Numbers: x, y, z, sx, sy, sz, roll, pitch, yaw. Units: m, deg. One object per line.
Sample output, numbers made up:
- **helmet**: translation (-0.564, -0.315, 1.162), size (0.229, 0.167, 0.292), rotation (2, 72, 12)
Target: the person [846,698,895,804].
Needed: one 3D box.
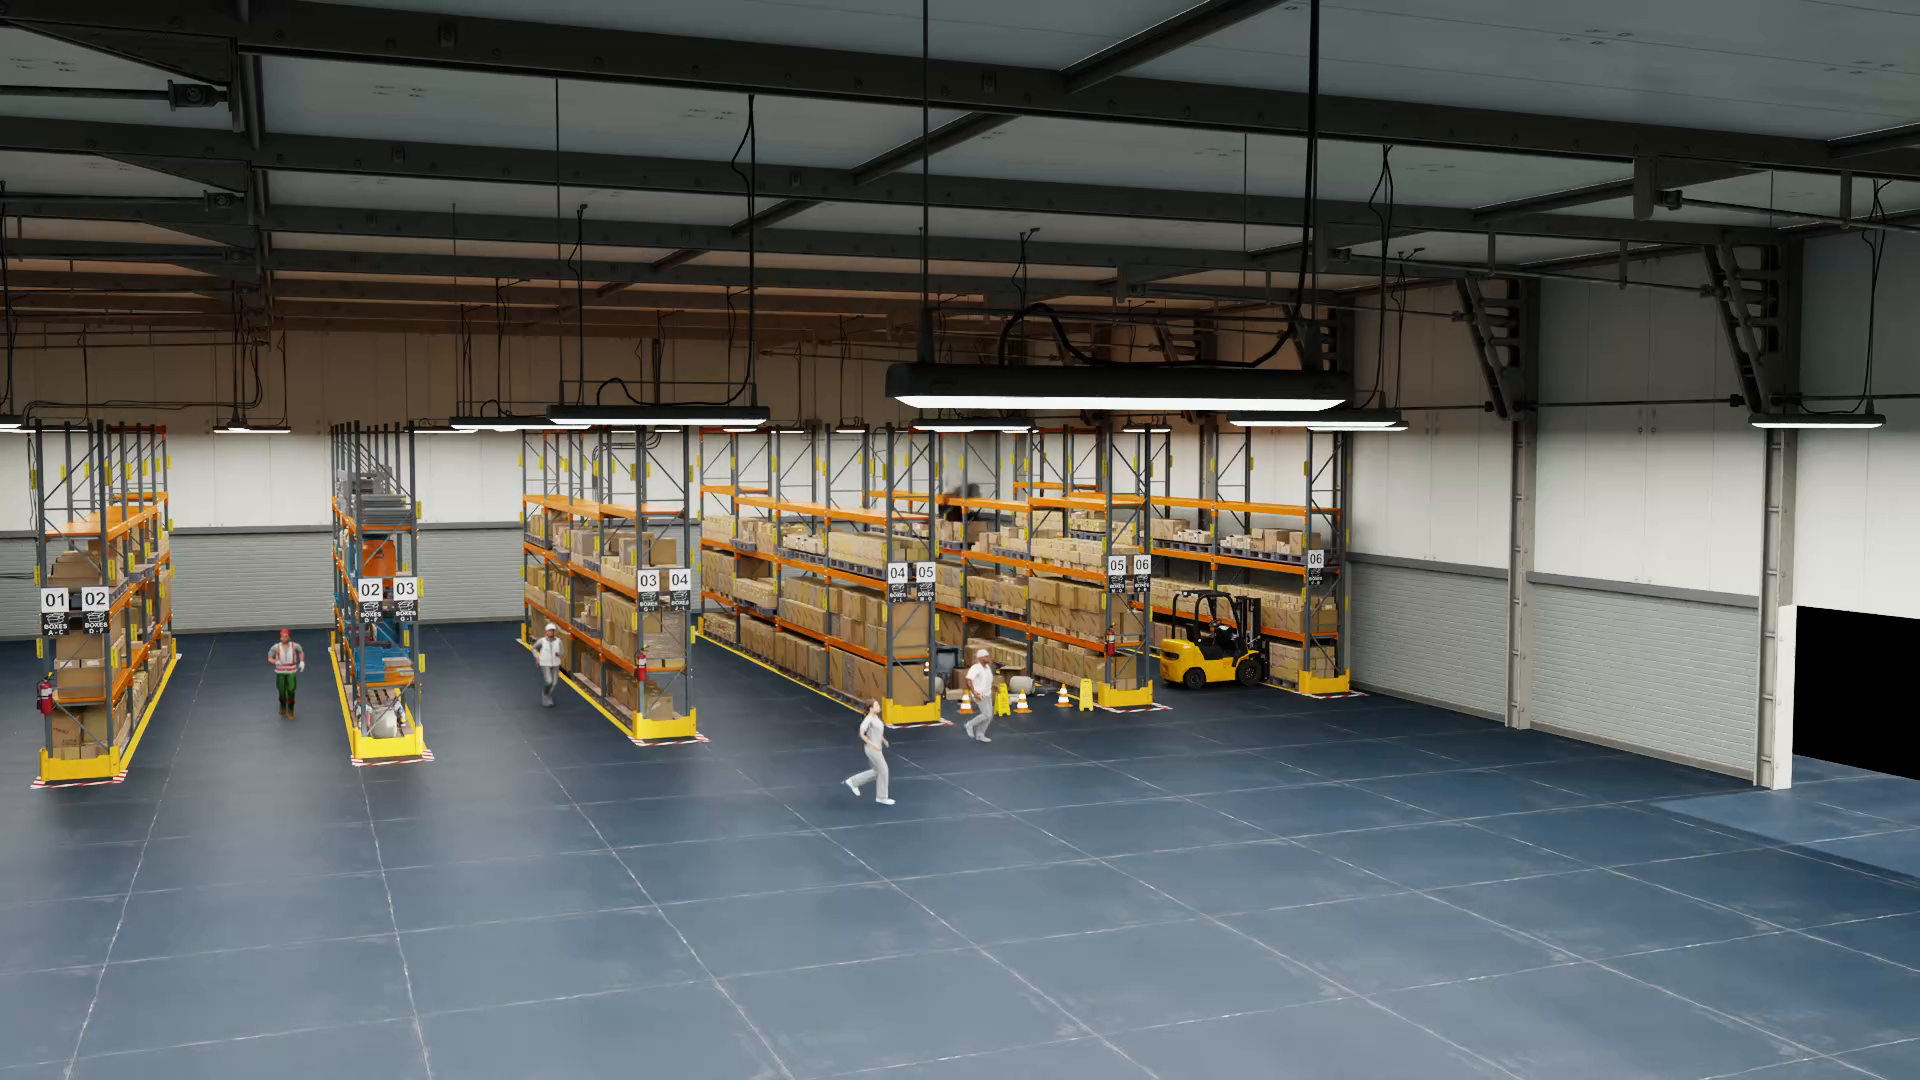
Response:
- **person**: translation (-1.403, 3.287, 25.884), size (0.790, 1.636, 0.579), rotation (1, 4, 9)

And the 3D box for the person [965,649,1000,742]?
- **person**: translation (0.410, 2.911, 31.217), size (0.578, 1.731, 0.715), rotation (2, 4, 27)

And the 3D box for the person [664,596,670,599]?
- **person**: translation (-8.164, 2.027, 46.267), size (0.674, 1.622, 0.590), rotation (0, 4, -4)

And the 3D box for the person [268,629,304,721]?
- **person**: translation (-13.664, 2.716, 33.722), size (0.684, 1.828, 0.854), rotation (-1, 4, -23)

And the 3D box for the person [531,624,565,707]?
- **person**: translation (-8.637, 2.645, 35.062), size (0.644, 1.751, 0.642), rotation (-2, 4, -31)
